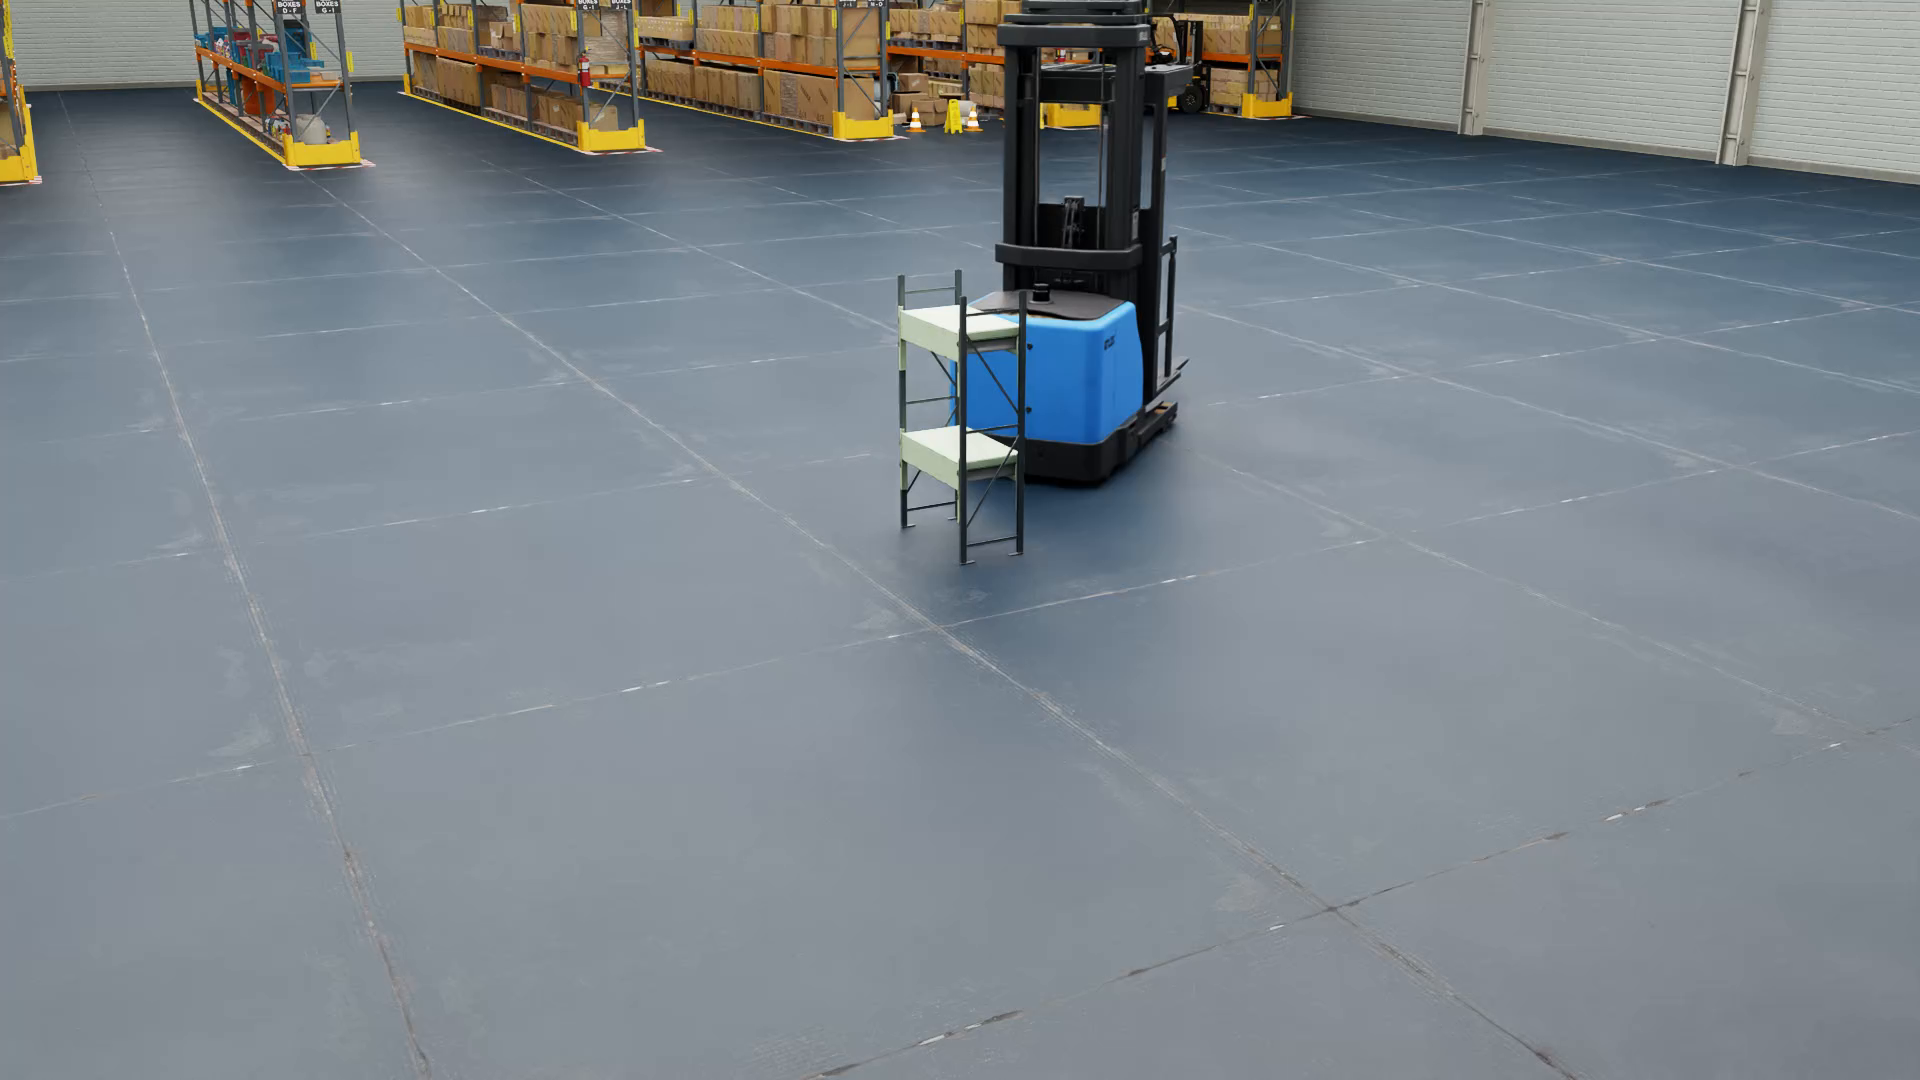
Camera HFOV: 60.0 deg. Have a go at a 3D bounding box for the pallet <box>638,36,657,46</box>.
[{"bbox_3d":[-7.350,-12.377,41.196,1.003,0.211,1.213,-10,21,-27],"label":"pallet"}]

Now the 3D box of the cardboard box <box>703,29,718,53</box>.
[{"bbox_3d":[-5.466,-11.292,37.605,0.500,0.500,0.500,-10,22,-27],"label":"cardboard box"}]

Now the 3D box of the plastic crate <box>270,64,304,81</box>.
[{"bbox_3d":[-11.463,-7.973,28.366,0.499,0.251,0.408,-10,21,-27],"label":"plastic crate"}]

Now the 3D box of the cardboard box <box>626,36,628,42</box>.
[{"bbox_3d":[-8.476,-12.931,42.892,0.380,0.149,0.250,-11,22,-29],"label":"cardboard box"}]

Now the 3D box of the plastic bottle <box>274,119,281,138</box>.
[{"bbox_3d":[-12.161,-7.337,29.682,0.144,0.351,0.185,-9,21,-24],"label":"plastic bottle"}]

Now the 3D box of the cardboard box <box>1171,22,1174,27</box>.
[{"bbox_3d":[5.133,-11.973,38.584,0.380,0.149,0.250,-9,21,-25],"label":"cardboard box"}]

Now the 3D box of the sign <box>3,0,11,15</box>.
[{"bbox_3d":[-22.120,-12.362,38.599,0.100,0.325,0.005,-10,21,-27],"label":"sign"}]

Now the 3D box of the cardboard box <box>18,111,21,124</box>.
[{"bbox_3d":[-16.896,-7.461,29.368,0.500,0.311,0.500,-10,21,-26],"label":"cardboard box"}]

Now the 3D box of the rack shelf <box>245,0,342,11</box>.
[{"bbox_3d":[-11.609,-9.410,28.809,1.077,0.370,4.000,-10,21,-27],"label":"rack shelf"}]

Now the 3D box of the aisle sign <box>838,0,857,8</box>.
[{"bbox_3d":[-2.117,-10.427,31.265,0.394,0.787,0.004,-10,21,-27],"label":"aisle sign"}]

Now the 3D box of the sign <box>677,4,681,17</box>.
[{"bbox_3d":[-7.099,-13.344,41.929,0.100,0.325,0.005,-10,21,-27],"label":"sign"}]

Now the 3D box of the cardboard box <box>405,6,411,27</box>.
[{"bbox_3d":[-13.670,-13.220,41.968,0.500,0.500,0.500,-11,22,-28],"label":"cardboard box"}]

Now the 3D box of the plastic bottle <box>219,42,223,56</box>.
[{"bbox_3d":[-16.033,-10.687,36.194,0.152,0.276,0.135,-10,21,-27],"label":"plastic bottle"}]

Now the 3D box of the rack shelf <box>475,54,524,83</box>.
[{"bbox_3d":[-9.149,-9.908,34.849,1.077,0.370,4.000,-10,21,-27],"label":"rack shelf"}]

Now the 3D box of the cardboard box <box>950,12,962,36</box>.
[{"bbox_3d":[0.101,-11.692,37.664,0.500,0.500,0.500,-10,22,-28],"label":"cardboard box"}]

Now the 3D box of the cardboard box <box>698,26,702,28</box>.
[{"bbox_3d":[-5.999,-12.105,39.399,0.380,0.149,0.250,-11,22,-28],"label":"cardboard box"}]

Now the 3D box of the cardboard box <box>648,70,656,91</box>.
[{"bbox_3d":[-7.468,-11.473,41.471,0.500,0.500,0.500,-9,21,-25],"label":"cardboard box"}]

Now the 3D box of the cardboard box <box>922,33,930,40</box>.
[{"bbox_3d":[-0.662,-11.843,39.096,0.380,0.149,0.250,-9,21,-25],"label":"cardboard box"}]

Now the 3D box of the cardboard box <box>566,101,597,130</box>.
[{"bbox_3d":[-7.176,-8.073,31.618,0.500,0.500,0.500,-8,21,-22],"label":"cardboard box"}]

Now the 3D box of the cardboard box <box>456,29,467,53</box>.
[{"bbox_3d":[-11.032,-11.265,37.526,0.500,0.500,0.500,-11,22,-28],"label":"cardboard box"}]

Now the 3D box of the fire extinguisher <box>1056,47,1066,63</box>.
[{"bbox_3d":[2.070,-9.920,33.899,0.296,0.674,0.183,-10,21,-27],"label":"fire extinguisher"}]

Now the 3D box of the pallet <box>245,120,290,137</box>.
[{"bbox_3d":[-13.549,-8.159,32.951,1.003,0.211,1.213,-10,21,-27],"label":"pallet"}]

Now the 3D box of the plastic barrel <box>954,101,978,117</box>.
[{"bbox_3d":[0.108,-9.201,35.647,0.512,0.421,0.421,4,19,11],"label":"plastic barrel"}]

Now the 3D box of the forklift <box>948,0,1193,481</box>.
[{"bbox_3d":[0.932,-2.200,11.512,1.130,2.935,3.031,7,20,20],"label":"forklift"}]

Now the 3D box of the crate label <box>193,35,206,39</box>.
[{"bbox_3d":[-18.429,-12.179,40.492,0.416,0.233,0.303,-10,21,-27],"label":"crate label"}]

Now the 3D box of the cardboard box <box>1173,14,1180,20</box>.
[{"bbox_3d":[5.143,-12.113,38.533,0.380,0.149,0.250,-9,21,-25],"label":"cardboard box"}]

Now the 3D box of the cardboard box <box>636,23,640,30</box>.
[{"bbox_3d":[-7.803,-12.746,41.255,0.380,0.149,0.250,-10,21,-26],"label":"cardboard box"}]

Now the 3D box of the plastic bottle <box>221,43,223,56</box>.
[{"bbox_3d":[-15.892,-10.581,35.893,0.097,0.271,0.097,0,19,0],"label":"plastic bottle"}]

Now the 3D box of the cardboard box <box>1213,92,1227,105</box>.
[{"bbox_3d":[6.059,-9.959,37.467,0.500,0.250,0.500,-10,21,-27],"label":"cardboard box"}]

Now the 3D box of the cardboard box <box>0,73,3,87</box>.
[{"bbox_3d":[-15.715,-7.469,26.525,0.700,0.500,0.500,-10,21,-26],"label":"cardboard box"}]

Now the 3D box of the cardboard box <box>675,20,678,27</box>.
[{"bbox_3d":[-6.439,-12.064,38.825,0.380,0.149,0.250,-10,22,-27],"label":"cardboard box"}]

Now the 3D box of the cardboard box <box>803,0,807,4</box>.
[{"bbox_3d":[-3.978,-14.265,44.687,0.500,0.500,0.500,-10,22,-27],"label":"cardboard box"}]

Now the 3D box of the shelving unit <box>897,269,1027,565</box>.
[{"bbox_3d":[0.003,-0.707,9.381,0.431,1.500,0.755,-10,21,-27],"label":"shelving unit"}]

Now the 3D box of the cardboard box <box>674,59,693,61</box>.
[{"bbox_3d":[-6.777,-11.757,41.143,0.500,0.250,0.500,-9,21,-24],"label":"cardboard box"}]

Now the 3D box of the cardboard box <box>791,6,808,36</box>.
[{"bbox_3d":[-2.884,-10.416,33.333,0.875,0.550,0.500,-10,21,-27],"label":"cardboard box"}]

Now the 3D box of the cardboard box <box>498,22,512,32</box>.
[{"bbox_3d":[-9.454,-10.774,35.460,0.700,0.500,0.500,-7,20,-19],"label":"cardboard box"}]

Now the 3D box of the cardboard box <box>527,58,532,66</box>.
[{"bbox_3d":[-8.255,-9.373,32.581,0.380,0.149,0.250,-10,21,-27],"label":"cardboard box"}]

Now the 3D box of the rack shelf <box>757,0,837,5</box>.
[{"bbox_3d":[-2.837,-10.917,33.174,1.077,0.370,4.000,-10,21,-27],"label":"rack shelf"}]

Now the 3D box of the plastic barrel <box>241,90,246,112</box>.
[{"bbox_3d":[-15.052,-9.363,35.338,0.421,0.512,0.421,0,19,0],"label":"plastic barrel"}]

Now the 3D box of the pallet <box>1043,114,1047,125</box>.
[{"bbox_3d":[2.031,-9.003,35.398,1.003,0.211,1.213,-10,21,-27],"label":"pallet"}]

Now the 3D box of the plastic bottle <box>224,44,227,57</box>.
[{"bbox_3d":[-15.568,-10.378,35.287,0.061,0.283,0.133,-10,21,-27],"label":"plastic bottle"}]

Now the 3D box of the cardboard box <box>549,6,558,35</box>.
[{"bbox_3d":[-7.256,-9.592,30.689,0.500,0.500,0.500,-10,21,-27],"label":"cardboard box"}]

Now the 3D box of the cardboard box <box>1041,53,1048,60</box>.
[{"bbox_3d":[1.838,-10.072,34.606,0.380,0.149,0.250,-10,22,-27],"label":"cardboard box"}]

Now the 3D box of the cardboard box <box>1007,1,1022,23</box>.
[{"bbox_3d":[1.420,-11.111,35.090,0.700,0.500,0.500,-10,22,-27],"label":"cardboard box"}]

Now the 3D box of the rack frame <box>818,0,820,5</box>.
[{"bbox_3d":[-3.277,-13.505,44.172,1.000,3.000,0.127,-10,21,-27],"label":"rack frame"}]

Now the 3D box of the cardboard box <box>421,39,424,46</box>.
[{"bbox_3d":[-13.042,-12.257,40.940,0.380,0.149,0.250,-10,22,-28],"label":"cardboard box"}]

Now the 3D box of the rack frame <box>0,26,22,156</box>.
[{"bbox_3d":[-15.020,-6.992,25.296,1.000,3.000,0.127,-10,21,-27],"label":"rack frame"}]

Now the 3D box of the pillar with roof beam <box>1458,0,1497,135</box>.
[{"bbox_3d":[6.311,-11.617,29.501,9.100,9.000,0.400,-10,21,-27],"label":"pillar with roof beam"}]

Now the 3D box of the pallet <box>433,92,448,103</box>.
[{"bbox_3d":[-12.291,-10.883,40.846,1.003,0.211,1.213,-10,21,-27],"label":"pallet"}]

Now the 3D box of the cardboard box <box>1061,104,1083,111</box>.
[{"bbox_3d":[2.282,-9.234,35.364,0.500,0.250,0.500,-10,21,-27],"label":"cardboard box"}]

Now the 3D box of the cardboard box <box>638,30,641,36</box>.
[{"bbox_3d":[-7.803,-12.605,41.304,0.380,0.149,0.250,-11,22,-29],"label":"cardboard box"}]
